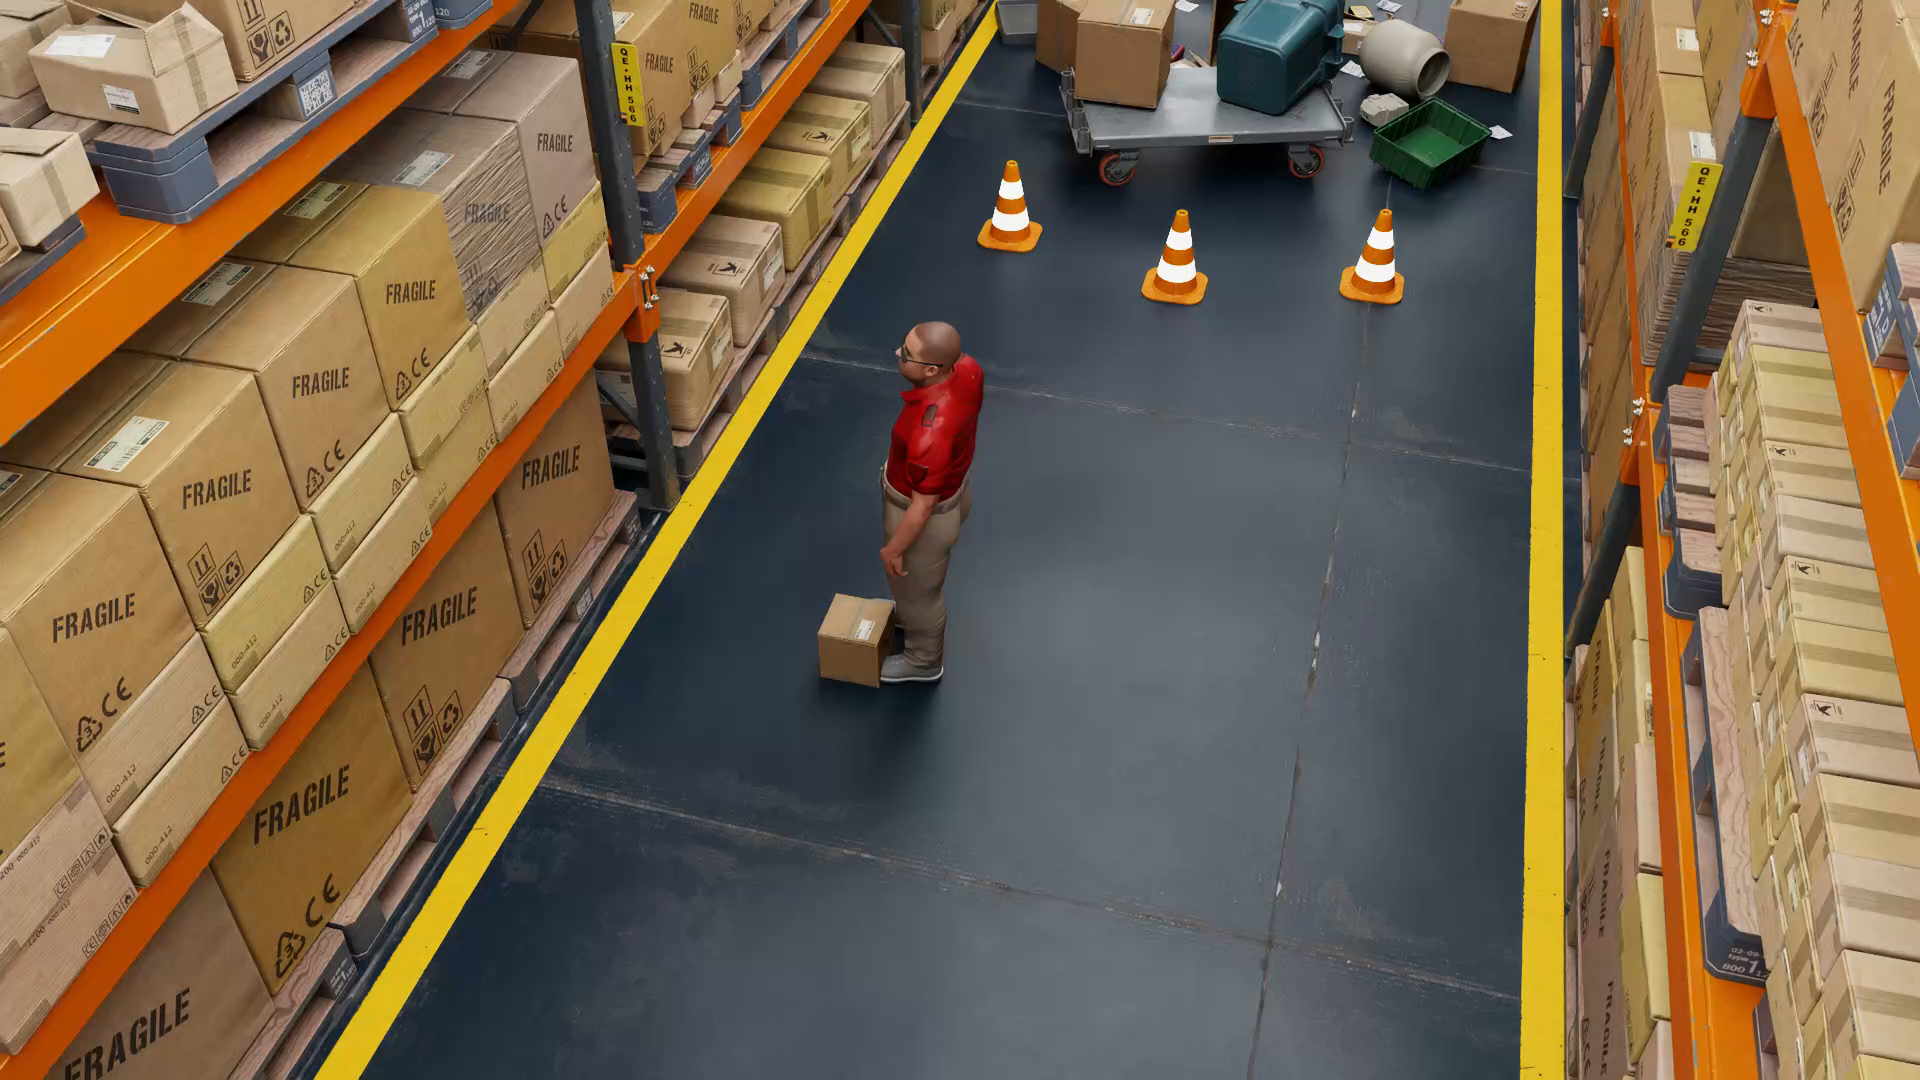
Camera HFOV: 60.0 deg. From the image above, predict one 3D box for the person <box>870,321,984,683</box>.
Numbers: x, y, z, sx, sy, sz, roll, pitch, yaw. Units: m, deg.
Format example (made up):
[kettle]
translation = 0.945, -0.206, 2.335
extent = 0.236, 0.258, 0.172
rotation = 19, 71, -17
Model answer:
[person]
translation = -0.217, -0.138, 6.318
extent = 0.551, 1.727, 0.640
rotation = 10, 42, 11
